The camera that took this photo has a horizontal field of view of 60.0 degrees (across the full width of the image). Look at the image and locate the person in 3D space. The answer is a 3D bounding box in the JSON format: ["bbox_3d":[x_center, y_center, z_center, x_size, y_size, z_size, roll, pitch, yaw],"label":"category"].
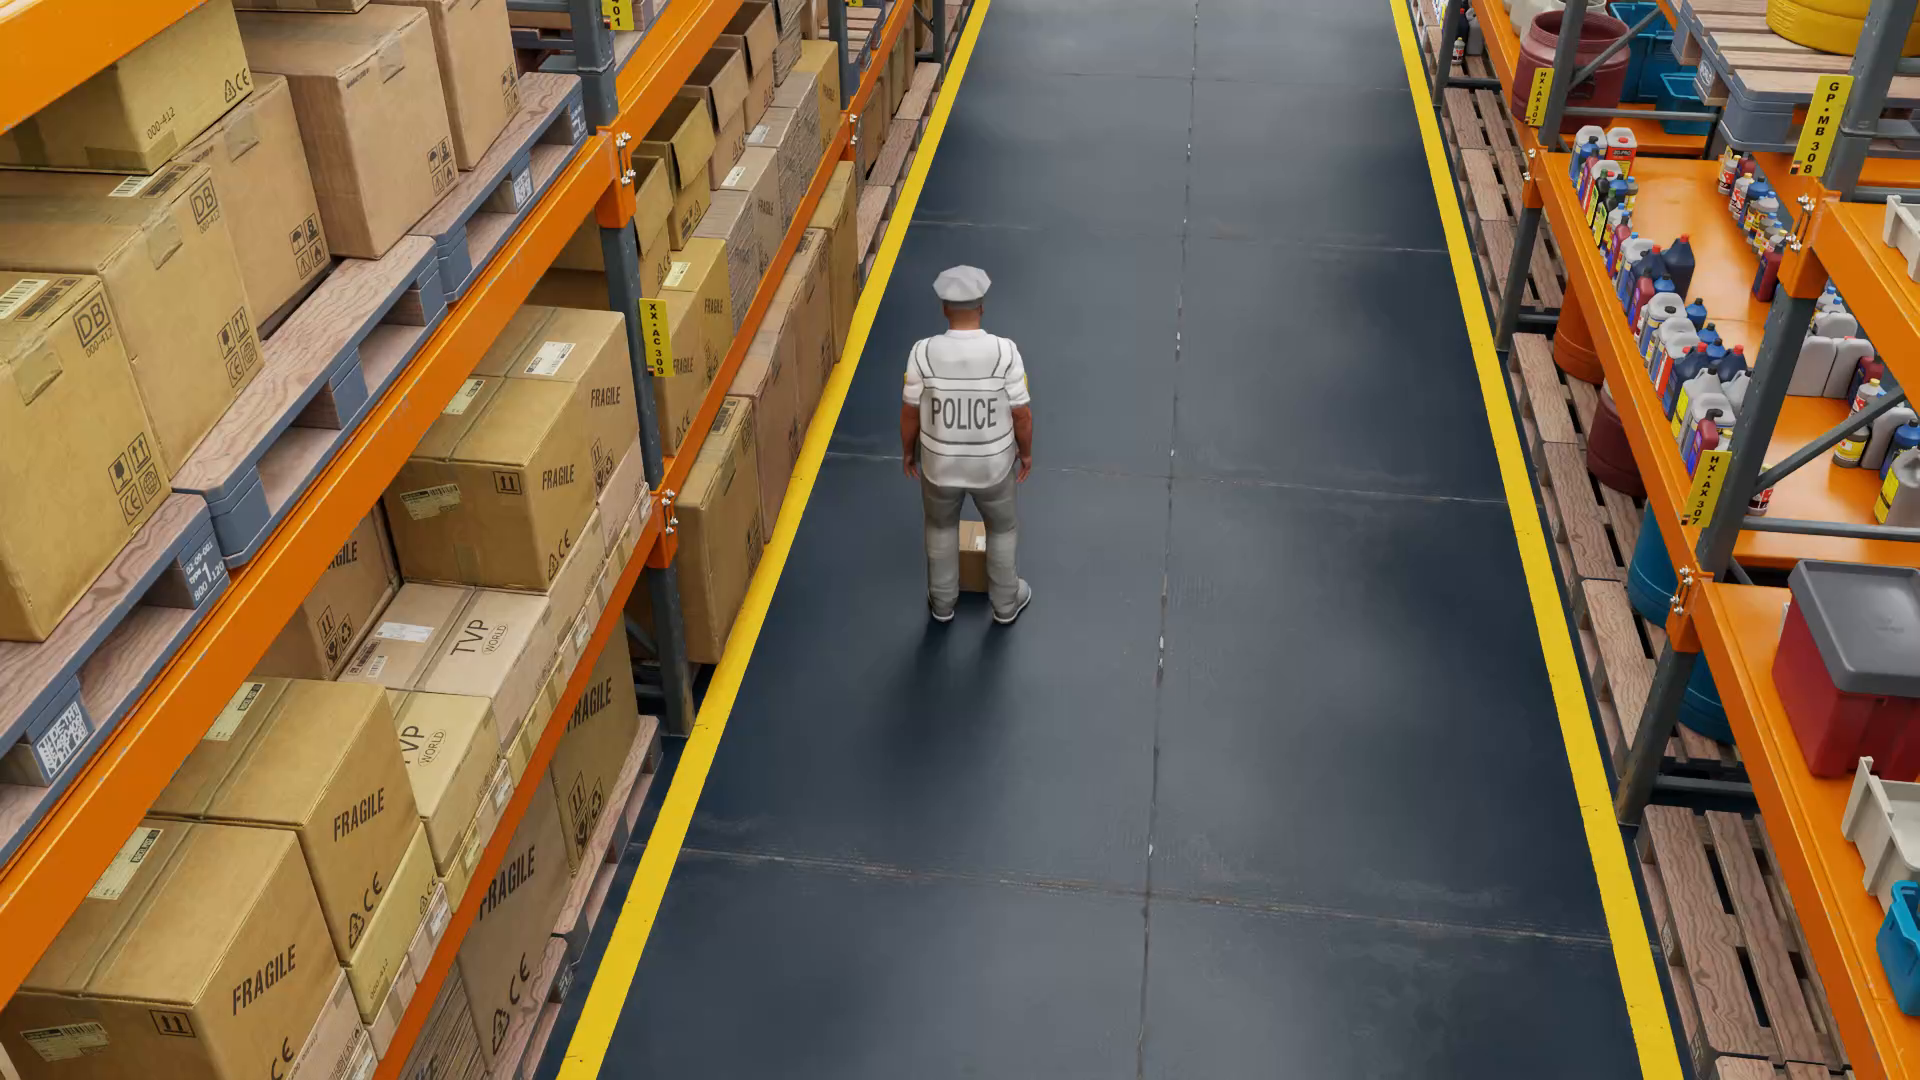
[{"bbox_3d":[0.036,-0.367,7.539,0.606,1.749,0.429,2,36,3],"label":"person"}]
